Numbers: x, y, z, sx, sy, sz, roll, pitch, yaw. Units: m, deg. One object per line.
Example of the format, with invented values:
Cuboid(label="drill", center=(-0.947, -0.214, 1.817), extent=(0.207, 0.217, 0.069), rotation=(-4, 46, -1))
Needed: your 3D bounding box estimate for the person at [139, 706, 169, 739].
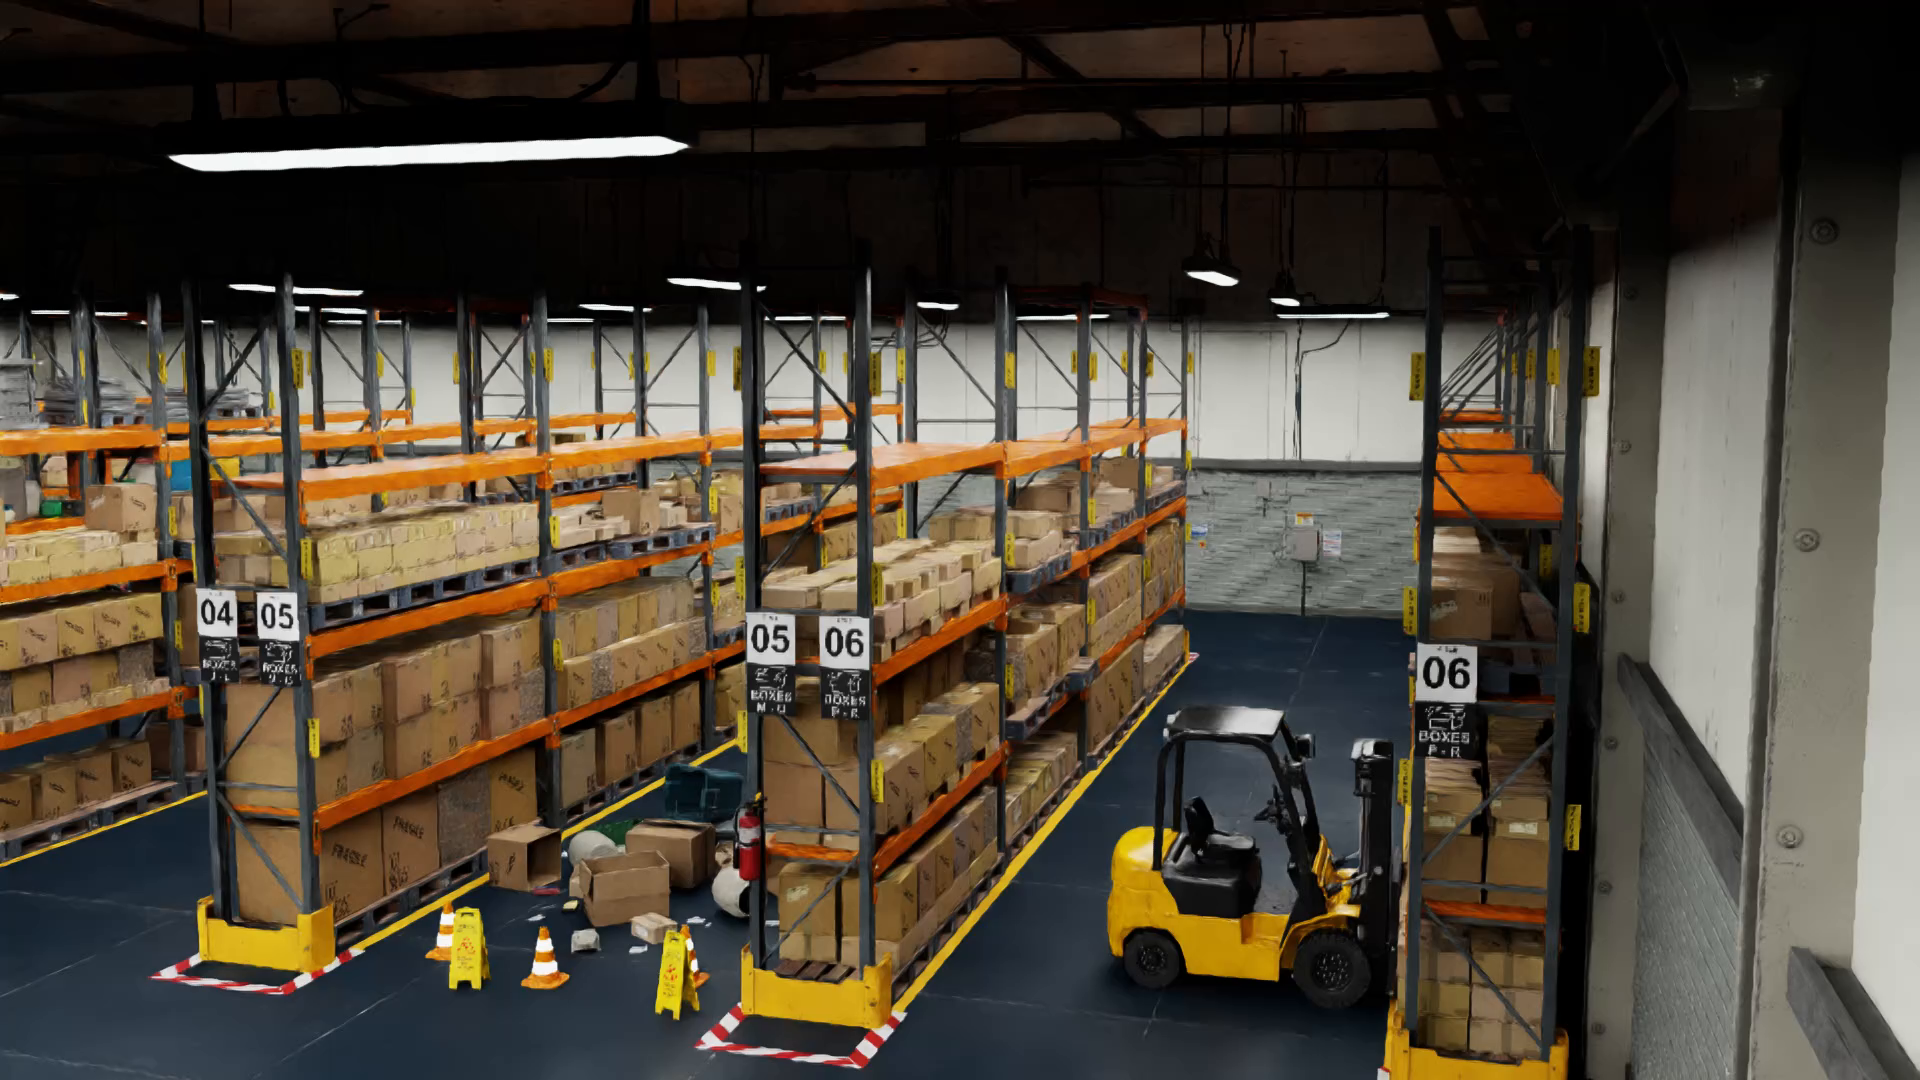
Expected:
Cuboid(label="person", center=(-10.478, 1.915, 21.453), extent=(0.543, 1.700, 1.115), rotation=(2, 7, 19))

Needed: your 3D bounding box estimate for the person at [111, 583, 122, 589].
Cuboid(label="person", center=(-14.947, 1.101, 29.439), extent=(0.432, 1.539, 0.948), rotation=(2, 7, 15))
